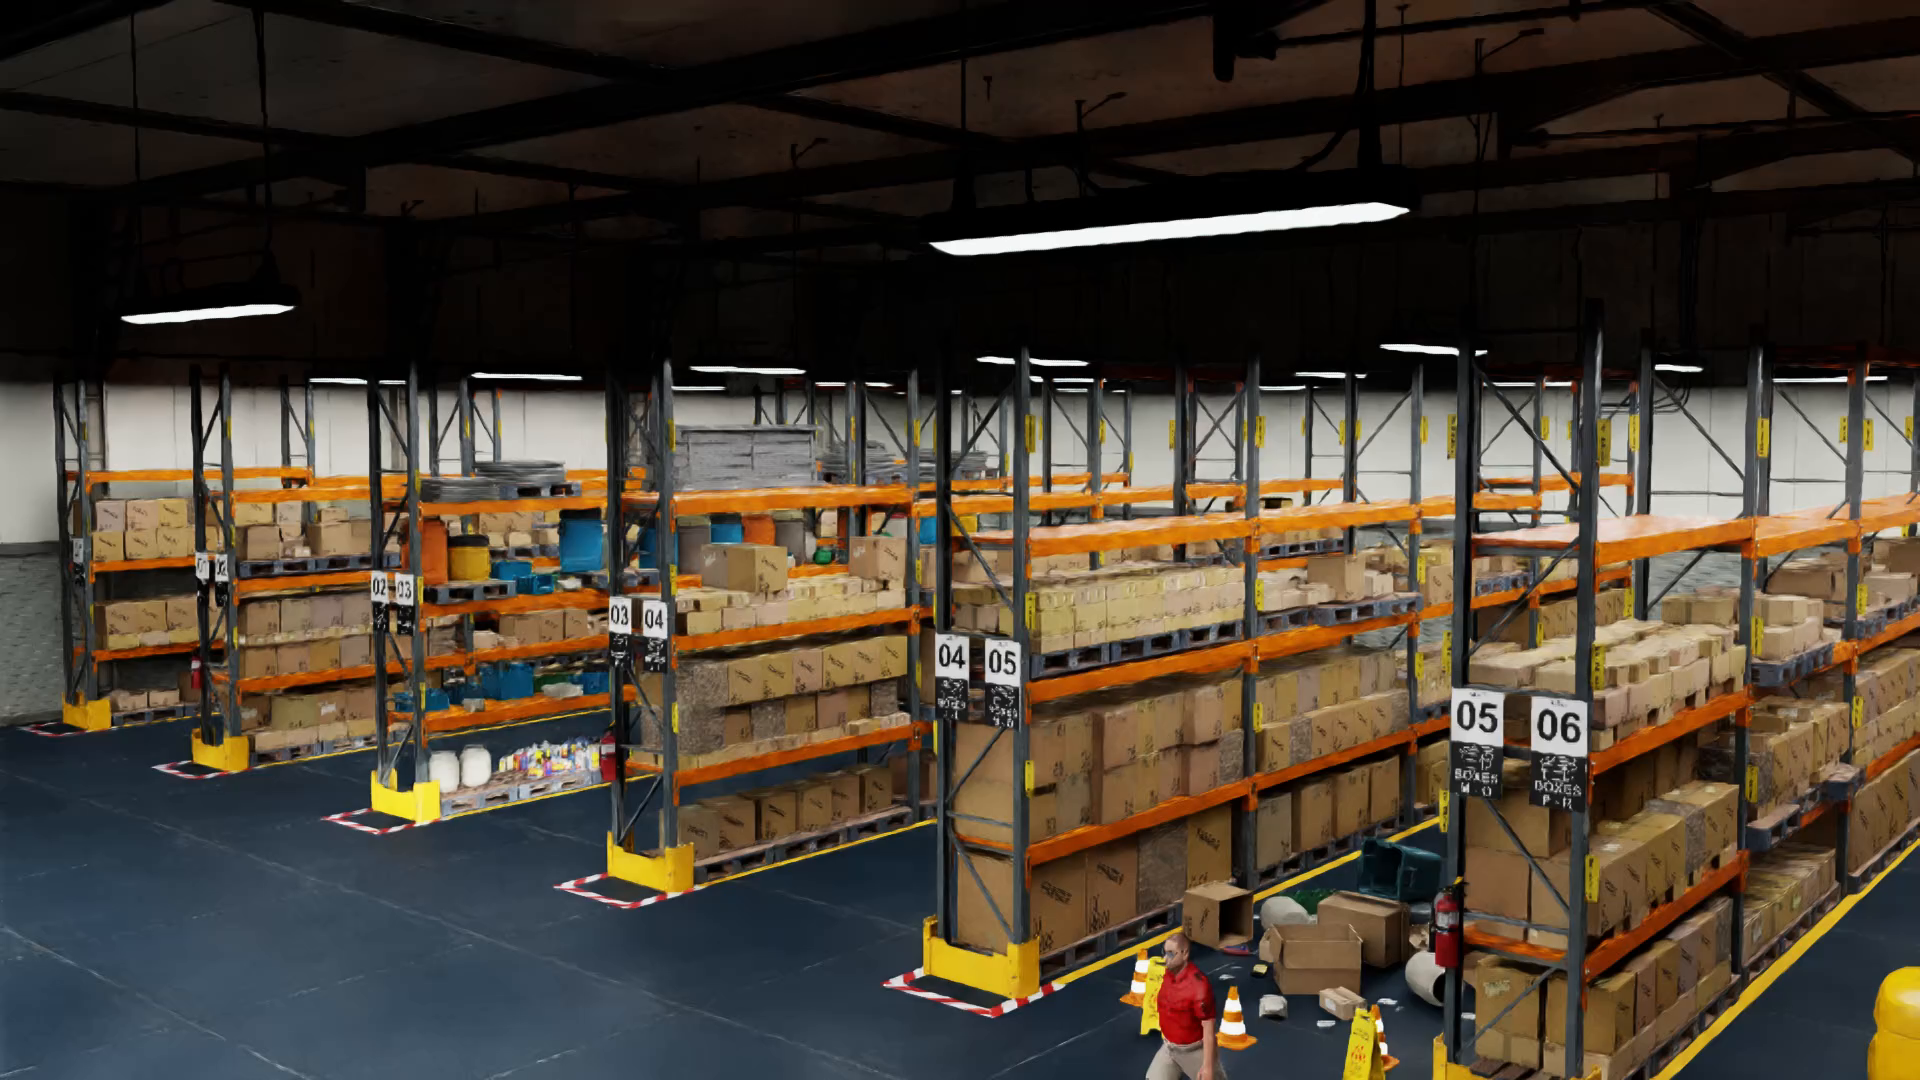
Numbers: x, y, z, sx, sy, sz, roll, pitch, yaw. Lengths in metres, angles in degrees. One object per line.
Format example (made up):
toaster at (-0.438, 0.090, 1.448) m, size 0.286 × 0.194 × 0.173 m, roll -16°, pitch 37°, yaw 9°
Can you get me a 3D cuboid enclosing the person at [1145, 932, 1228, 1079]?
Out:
person at (1.610, 3.505, 11.433) m, size 0.979 × 1.665 × 0.584 m, roll -2°, pitch 5°, yaw -28°
